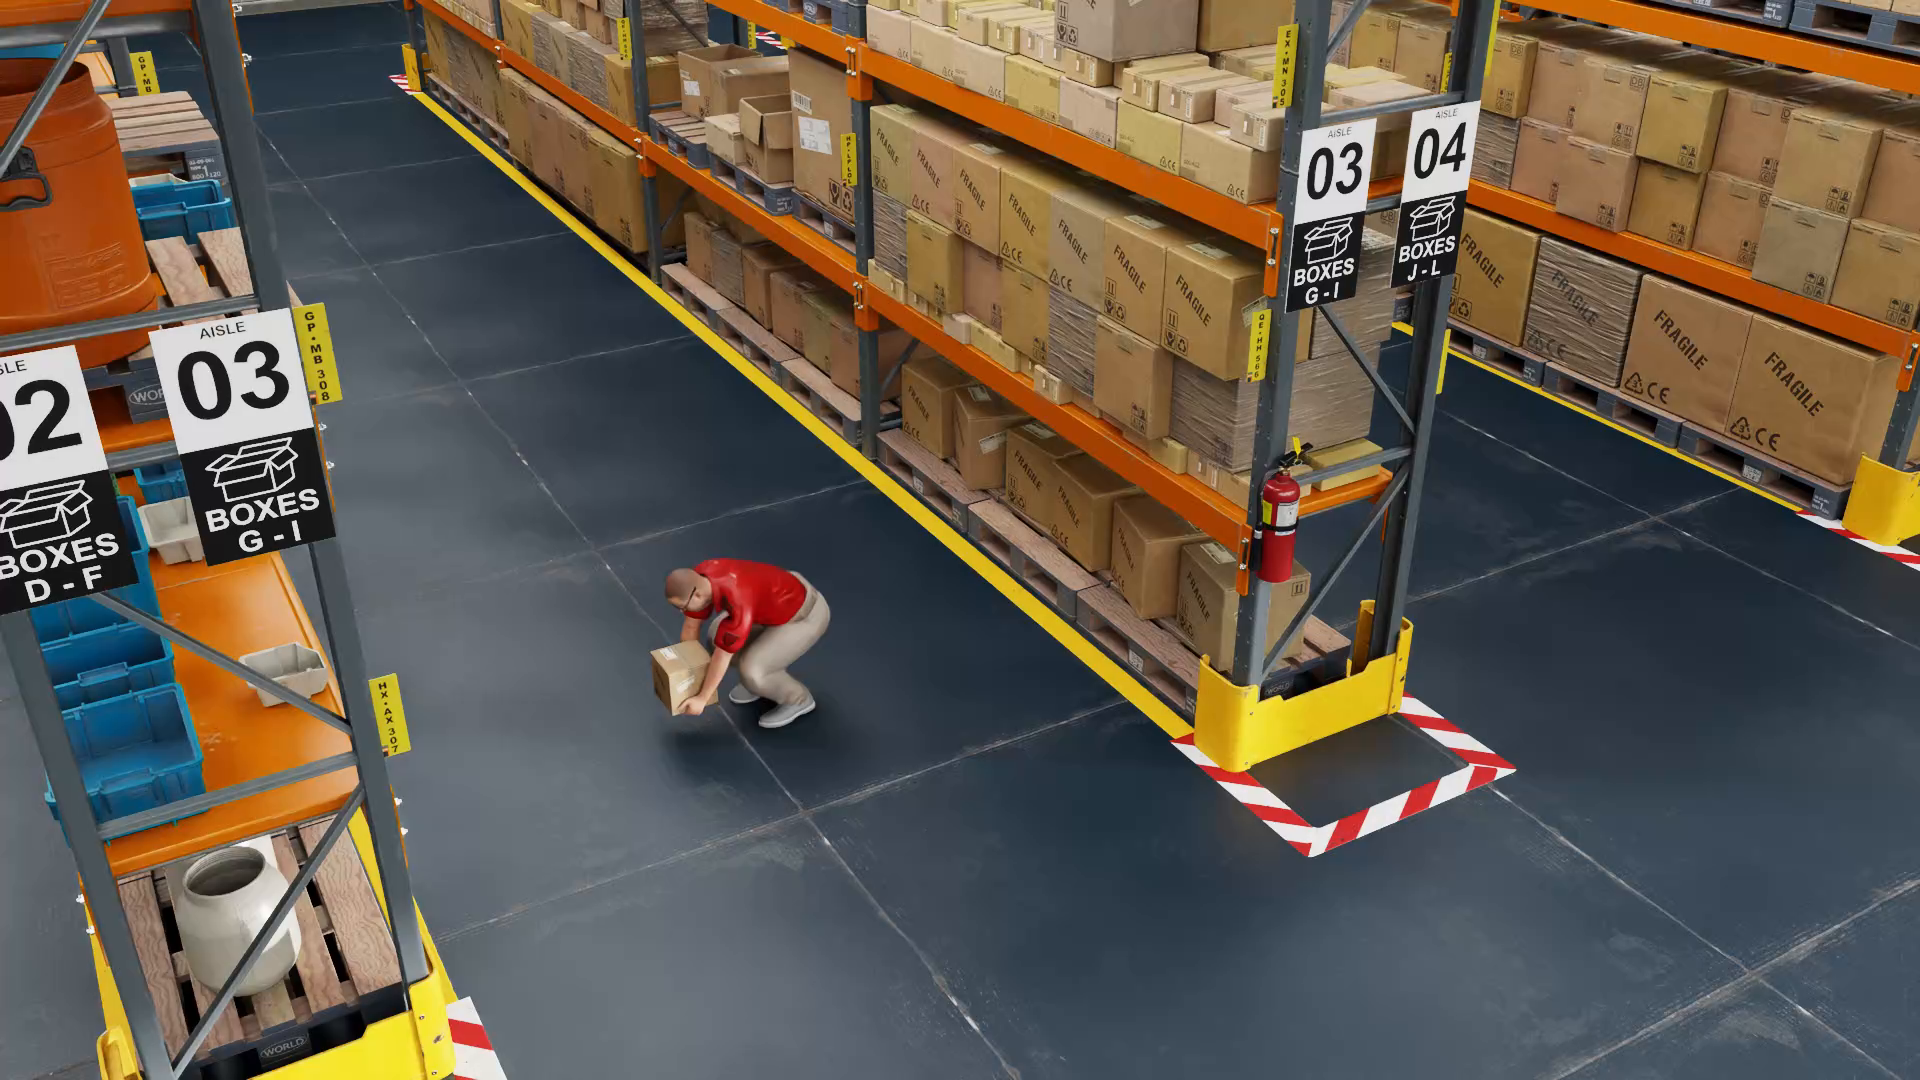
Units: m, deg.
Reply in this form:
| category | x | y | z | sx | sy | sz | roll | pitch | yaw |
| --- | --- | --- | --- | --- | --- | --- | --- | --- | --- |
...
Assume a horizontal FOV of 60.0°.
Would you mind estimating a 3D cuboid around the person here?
| category | x | y | z | sx | sy | sz | roll | pitch | yaw |
| --- | --- | --- | --- | --- | --- | --- | --- | --- | --- |
| person | -1.094 | 0.477 | 8.500 | 0.894 | 0.984 | 0.522 | -17 | 33 | -28 |
